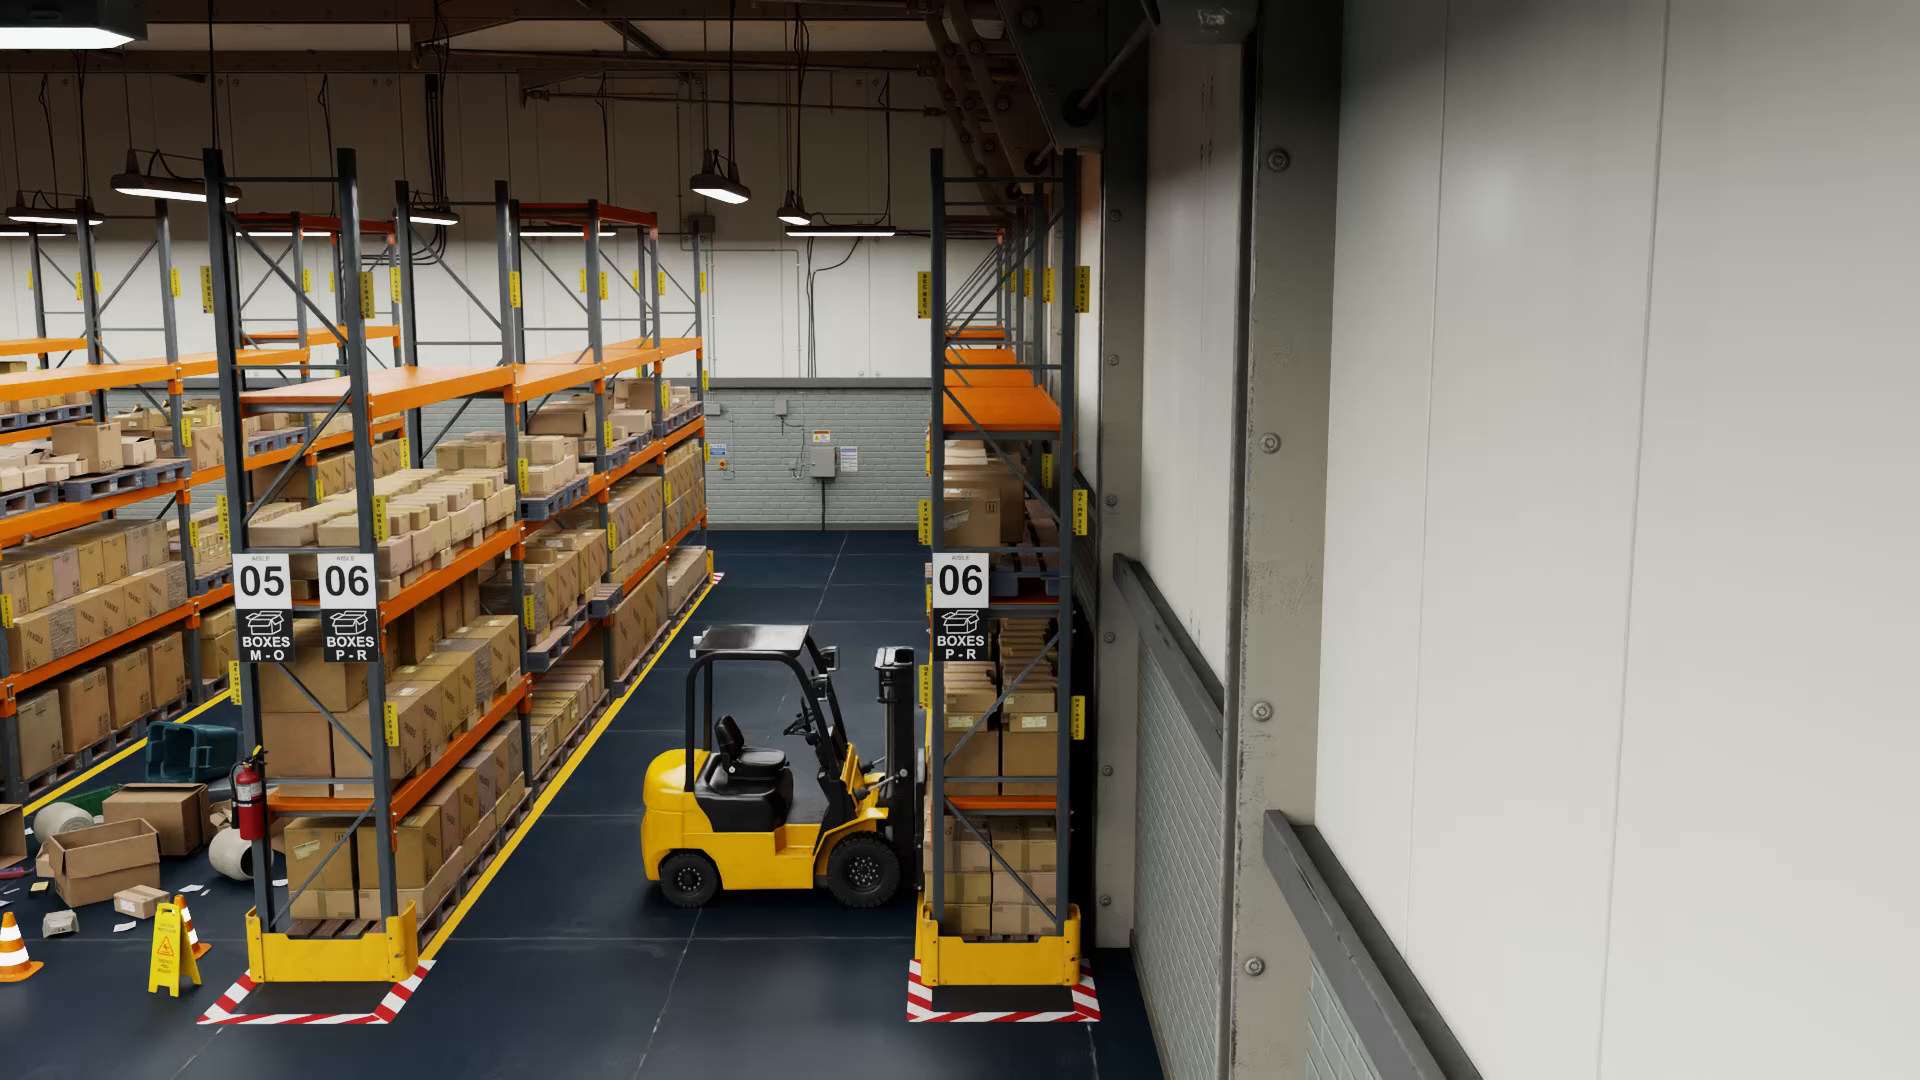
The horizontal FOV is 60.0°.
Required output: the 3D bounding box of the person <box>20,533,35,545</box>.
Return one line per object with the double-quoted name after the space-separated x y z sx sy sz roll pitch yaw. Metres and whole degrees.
-12.994 0.680 23.247 0.450 1.560 0.877 -3 9 -15 "person"
